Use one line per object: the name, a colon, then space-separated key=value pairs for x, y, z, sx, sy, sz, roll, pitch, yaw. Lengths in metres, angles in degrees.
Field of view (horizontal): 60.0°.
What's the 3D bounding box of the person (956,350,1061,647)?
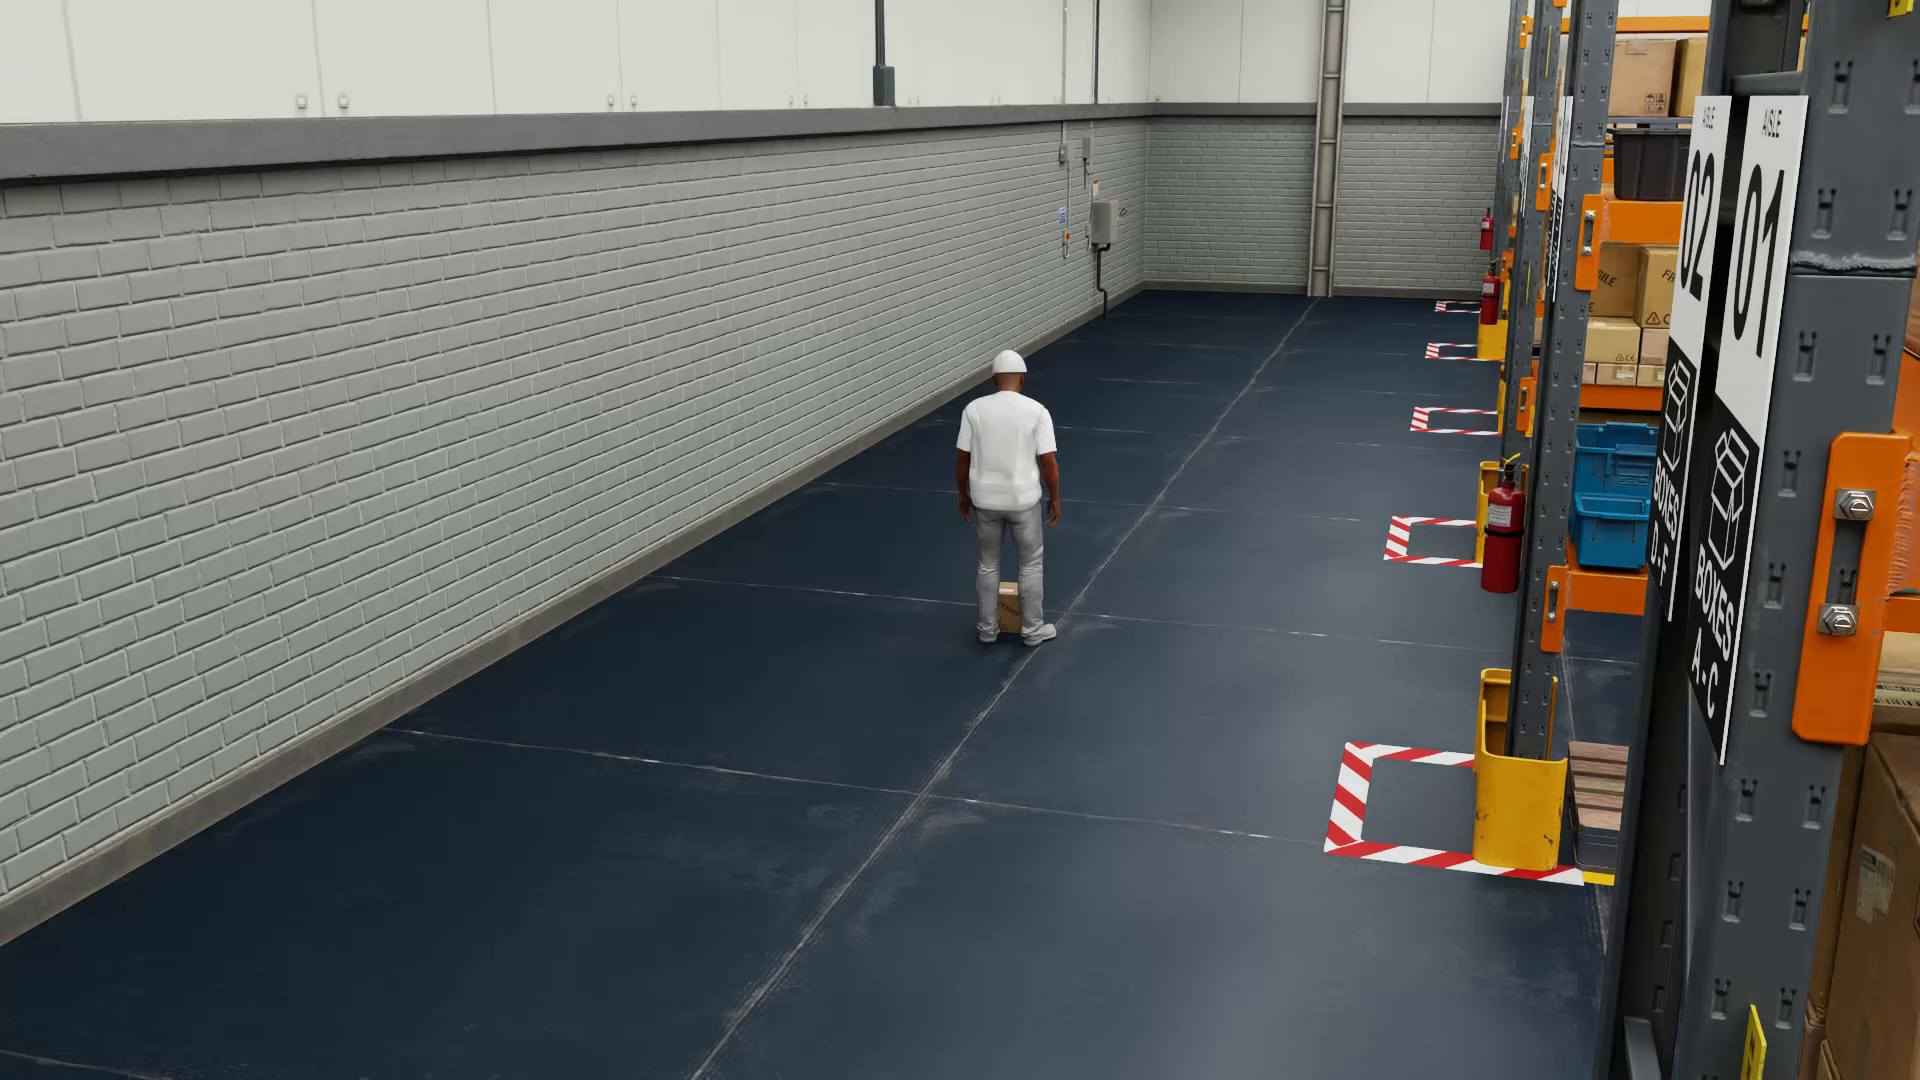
person: x=0.291 y=-0.251 z=9.922 sx=0.631 sy=1.760 sz=0.463 roll=4 pitch=16 yaw=15
